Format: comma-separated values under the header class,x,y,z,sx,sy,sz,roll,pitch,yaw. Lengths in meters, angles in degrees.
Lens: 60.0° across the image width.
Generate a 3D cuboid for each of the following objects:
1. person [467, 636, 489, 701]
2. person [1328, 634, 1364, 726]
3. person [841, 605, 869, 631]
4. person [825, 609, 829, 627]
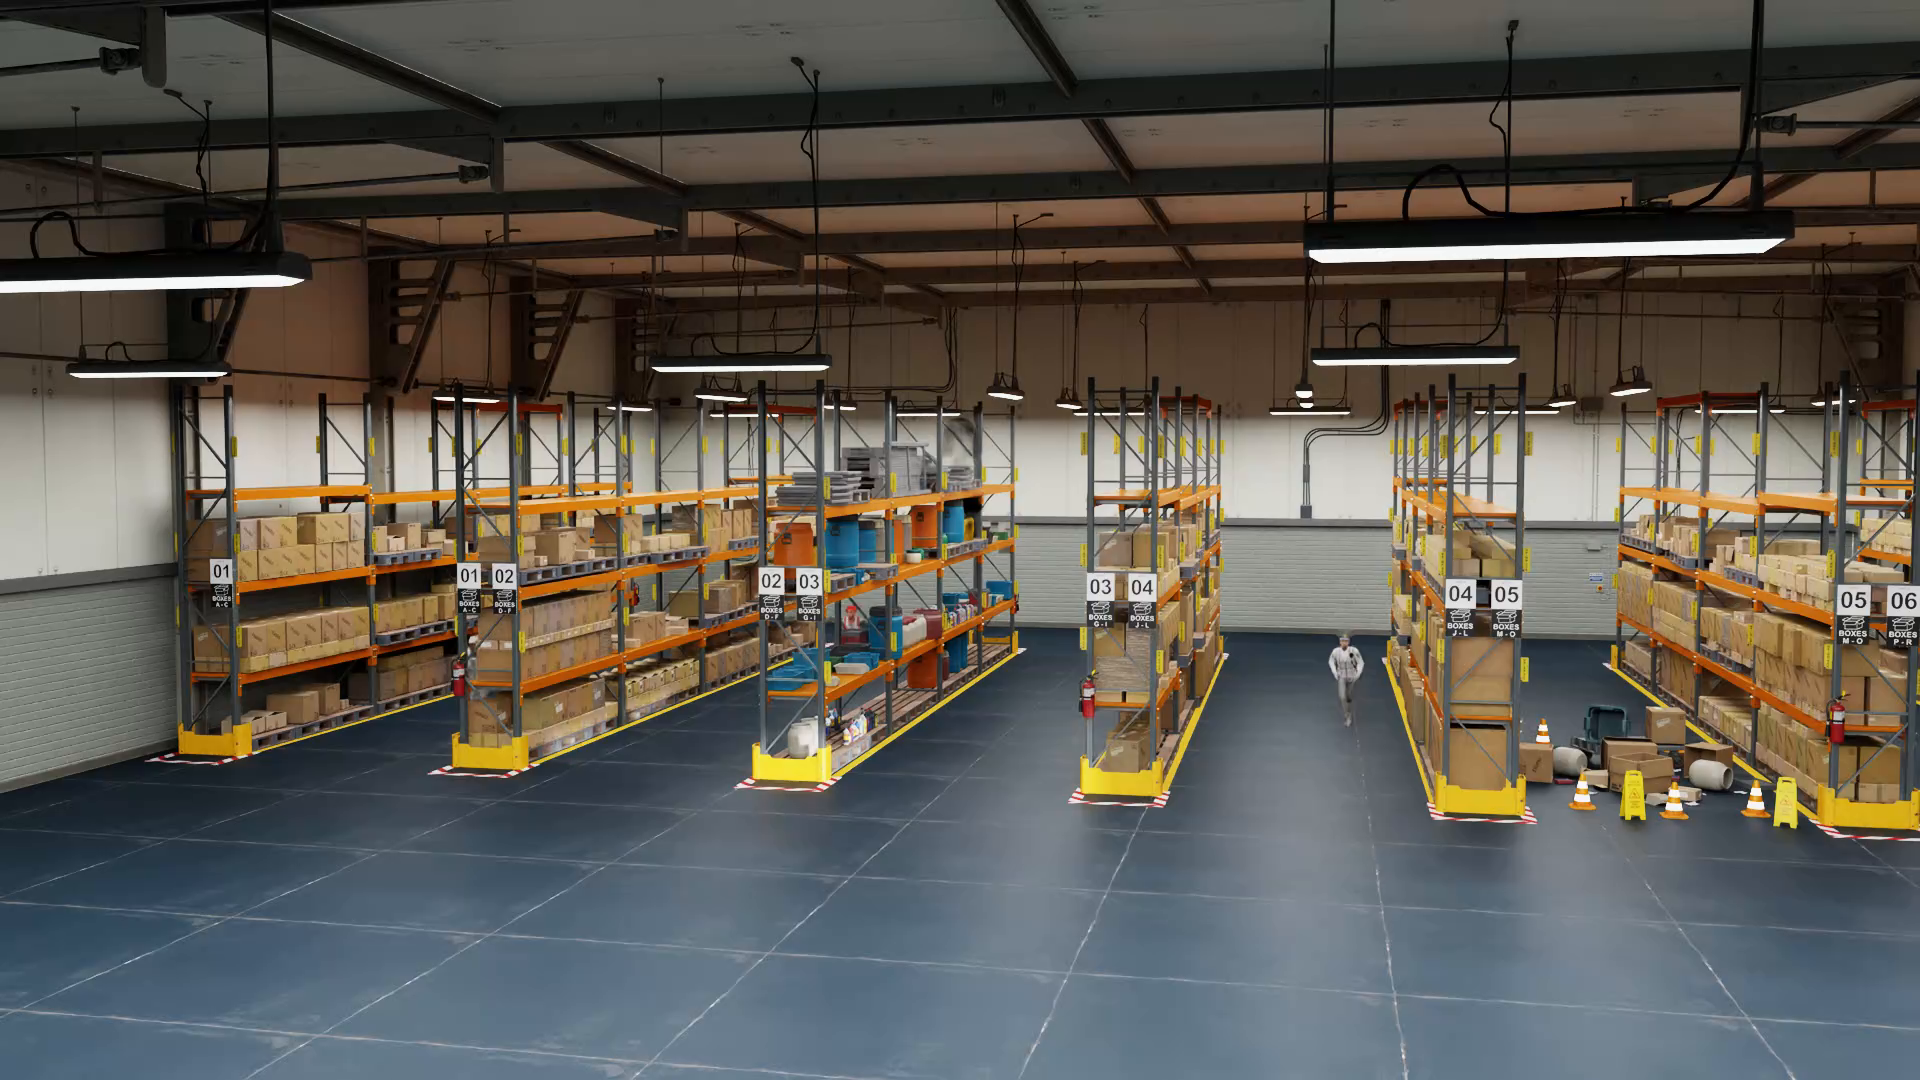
class,x,y,z,sx,sy,sz,roll,pitch,yaw
person,-8.479,2.524,29.361,0.676,1.705,0.770,1,3,11
person,7.010,2.520,30.213,0.626,1.666,0.853,1,3,12
person,-2.211,2.187,34.571,0.633,1.697,0.862,1,3,16
person,-3.691,1.720,43.160,0.638,1.810,0.731,-3,4,-39
